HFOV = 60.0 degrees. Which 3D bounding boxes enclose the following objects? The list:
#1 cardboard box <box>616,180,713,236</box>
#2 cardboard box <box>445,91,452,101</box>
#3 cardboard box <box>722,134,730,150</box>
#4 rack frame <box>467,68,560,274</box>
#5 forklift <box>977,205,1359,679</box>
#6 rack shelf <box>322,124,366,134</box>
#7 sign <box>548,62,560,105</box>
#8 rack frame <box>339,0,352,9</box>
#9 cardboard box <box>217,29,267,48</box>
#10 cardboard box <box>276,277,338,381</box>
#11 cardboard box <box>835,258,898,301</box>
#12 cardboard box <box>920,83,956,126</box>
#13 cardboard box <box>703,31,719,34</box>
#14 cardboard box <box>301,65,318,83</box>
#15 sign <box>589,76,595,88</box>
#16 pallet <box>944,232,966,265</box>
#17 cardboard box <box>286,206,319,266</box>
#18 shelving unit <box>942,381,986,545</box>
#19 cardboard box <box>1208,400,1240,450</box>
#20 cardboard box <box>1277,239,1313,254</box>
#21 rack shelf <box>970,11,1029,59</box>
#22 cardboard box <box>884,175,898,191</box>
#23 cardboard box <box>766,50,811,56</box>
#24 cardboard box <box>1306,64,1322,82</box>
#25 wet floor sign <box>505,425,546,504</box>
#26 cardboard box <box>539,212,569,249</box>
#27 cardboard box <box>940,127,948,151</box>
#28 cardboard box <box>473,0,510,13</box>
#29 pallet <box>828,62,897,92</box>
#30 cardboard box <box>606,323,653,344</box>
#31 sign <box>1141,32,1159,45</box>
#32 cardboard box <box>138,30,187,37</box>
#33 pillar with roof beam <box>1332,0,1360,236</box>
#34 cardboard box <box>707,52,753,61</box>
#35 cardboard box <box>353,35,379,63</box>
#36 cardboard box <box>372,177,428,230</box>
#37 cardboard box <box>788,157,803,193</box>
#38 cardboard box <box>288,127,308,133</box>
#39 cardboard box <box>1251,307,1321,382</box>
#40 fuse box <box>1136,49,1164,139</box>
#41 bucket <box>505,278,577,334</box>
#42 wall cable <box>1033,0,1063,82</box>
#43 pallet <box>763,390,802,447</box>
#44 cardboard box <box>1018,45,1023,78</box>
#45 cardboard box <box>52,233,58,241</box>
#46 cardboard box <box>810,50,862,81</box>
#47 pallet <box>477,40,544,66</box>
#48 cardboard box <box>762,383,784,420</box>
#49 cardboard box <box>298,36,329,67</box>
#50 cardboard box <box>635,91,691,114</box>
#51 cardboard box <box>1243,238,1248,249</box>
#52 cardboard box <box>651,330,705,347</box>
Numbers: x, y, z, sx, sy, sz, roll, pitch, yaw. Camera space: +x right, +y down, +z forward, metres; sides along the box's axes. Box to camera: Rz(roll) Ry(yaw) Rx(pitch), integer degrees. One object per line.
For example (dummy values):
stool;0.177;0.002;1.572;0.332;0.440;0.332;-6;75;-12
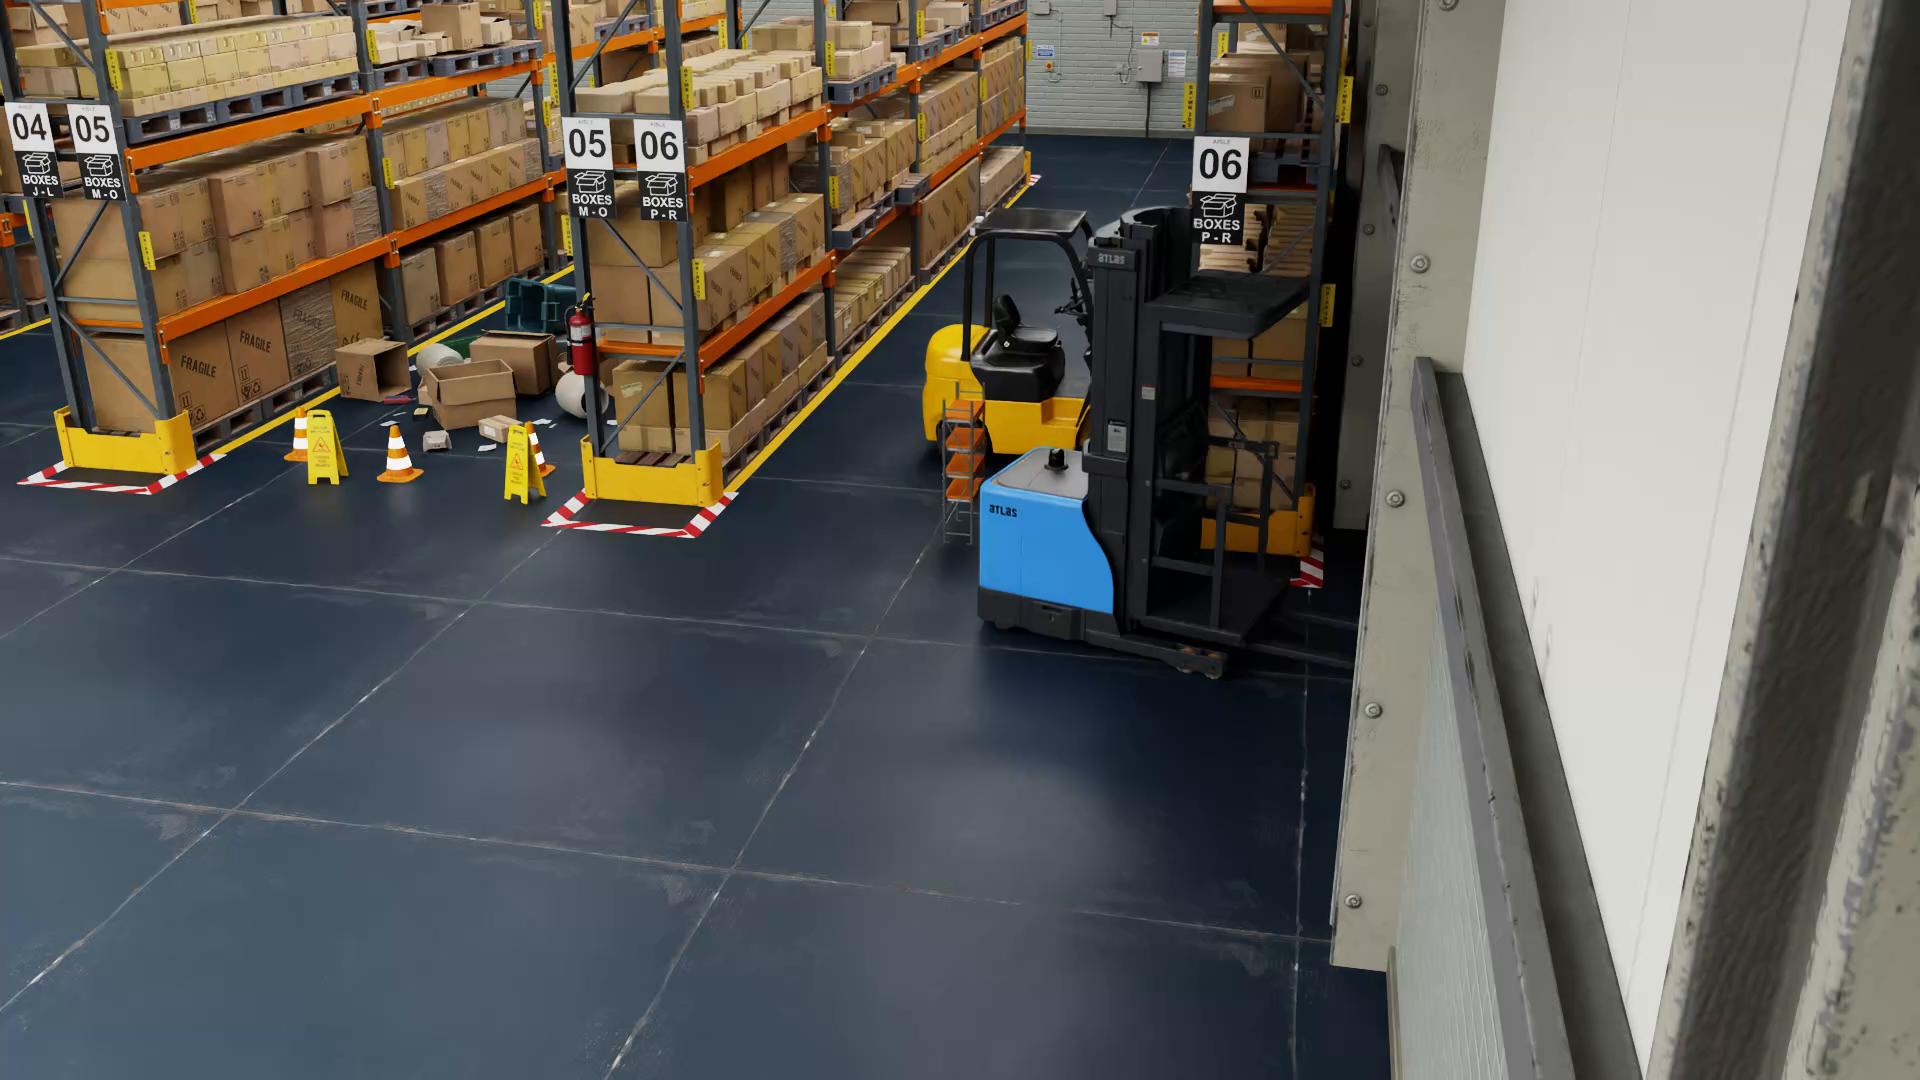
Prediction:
cardboard box;-2.643;-2.976;14.888;0.700;0.500;0.500;4;22;10
cardboard box;-9.041;-7.707;28.842;0.380;0.149;0.250;4;22;10
cardboard box;-2.182;-3.407;14.148;0.380;0.149;0.250;4;22;11
rack frame;-5.881;-5.012;21.813;1.000;3.000;0.127;4;22;11
forklift;1.673;-0.661;11.102;3.031;2.935;1.130;11;24;25
rack shelf;-10.308;-5.825;24.794;1.077;0.370;4.000;4;22;11
sign;-3.187;-3.597;13.101;0.100;0.325;0.005;4;22;11
rack frame;-9.900;-9.672;25.355;1.000;3.000;0.127;4;22;11
cardboard box;-6.770;-4.721;15.649;0.380;0.149;0.250;5;22;12
cardboard box;-7.075;-2.203;17.122;0.875;0.875;0.875;5;22;11
cardboard box;-1.283;-3.171;20.197;0.950;0.372;0.625;4;22;10
cardboard box;-0.356;-5.898;22.541;0.500;0.500;0.500;5;22;12
cardboard box;-4.099;-8.399;28.354;0.500;0.500;0.500;4;22;10
cardboard box;-6.614;-4.627;16.483;0.380;0.149;0.250;5;22;11
sign;-5.598;-6.915;25.379;0.100;0.325;0.005;4;22;11
pallet;-0.529;-4.105;23.295;1.003;0.211;1.213;4;22;11
cardboard box;-7.077;-3.091;16.843;0.875;0.550;0.550;4;22;11
shelving unit;0.034;-0.617;13.310;0.258;1.200;0.503;4;22;11
cardboard box;2.001;-0.944;13.493;0.500;0.250;0.500;5;23;13
cardboard box;2.861;-2.427;13.995;0.380;0.149;0.250;4;22;10
rack shelf;0.209;-7.923;25.990;1.077;0.370;4.000;4;22;11
cardboard box;-0.945;-4.220;19.620;0.380;0.149;0.250;5;22;12
cardboard box;-1.682;-4.721;16.344;0.380;0.149;0.250;5;22;12
cardboard box;3.394;-4.643;16.522;0.380;0.149;0.250;4;22;11
wet floor sign;-3.734;-0.666;14.173;0.267;0.644;0.232;13;25;29
cardboard box;-5.487;-4.286;22.795;0.500;0.500;0.500;4;22;9
cardboard box;-0.449;-5.370;22.235;0.500;0.250;0.500;4;22;11
cardboard box;-6.053;-6.972;21.507;0.396;0.266;0.258;4;22;11
pallet;-1.392;-5.110;18.293;1.213;0.211;1.003;4;22;11
cardboard box;-2.780;-1.782;14.130;0.380;0.149;0.250;5;23;13
sign;3.760;-9.911;32.871;0.339;0.242;0.001;4;22;11
cardboard box;-7.466;-4.679;15.544;0.380;0.149;0.250;5;22;11
pillar with roof beam;1.471;-9.054;23.820;9.100;9.000;0.400;4;22;11
cardboard box;-2.239;-4.666;16.207;0.380;0.149;0.250;5;23;13
cardboard box;-6.710;-5.382;18.223;0.500;0.250;0.500;5;22;11
cardboard box;-6.327;-3.767;18.588;0.500;0.500;0.500;5;22;12
cardboard box;-1.962;-3.774;17.646;0.500;0.500;0.500;4;22;10
cardboard box;-10.043;-6.189;24.603;0.500;0.500;0.500;5;22;11
cardboard box;2.586;-1.575;13.146;0.500;0.500;0.500;5;23;13
fuse box;3.772;-8.850;33.068;0.539;1.711;0.414;4;22;11
bucket;-4.468;-2.510;17.948;0.726;0.611;0.620;13;15;29
wall cable;1.745;-10.147;33.162;0.585;1.953;0.123;4;22;11
pallet;-2.180;-1.219;16.129;1.003;0.211;1.213;4;22;11
cardboard box;0.752;-7.913;27.544;0.500;0.500;0.500;5;23;13
cardboard box;-11.157;-3.609;21.087;0.700;0.500;0.500;3;22;6
cardboard box;-1.319;-4.908;17.179;0.500;0.250;0.500;4;22;9
pallet;-5.961;-6.076;20.693;1.213;0.211;1.003;6;23;13
cardboard box;-2.001;-1.326;15.778;0.500;0.250;0.500;6;23;15
cardboard box;-6.650;-4.865;16.541;0.500;0.250;0.500;4;22;11
cardboard box;-2.375;-3.505;13.325;0.380;0.149;0.250;4;22;11
cardboard box;2.242;-2.475;14.115;0.380;0.149;0.250;5;22;12
cardboard box;-2.375;-1.738;14.019;0.380;0.149;0.250;5;22;11
